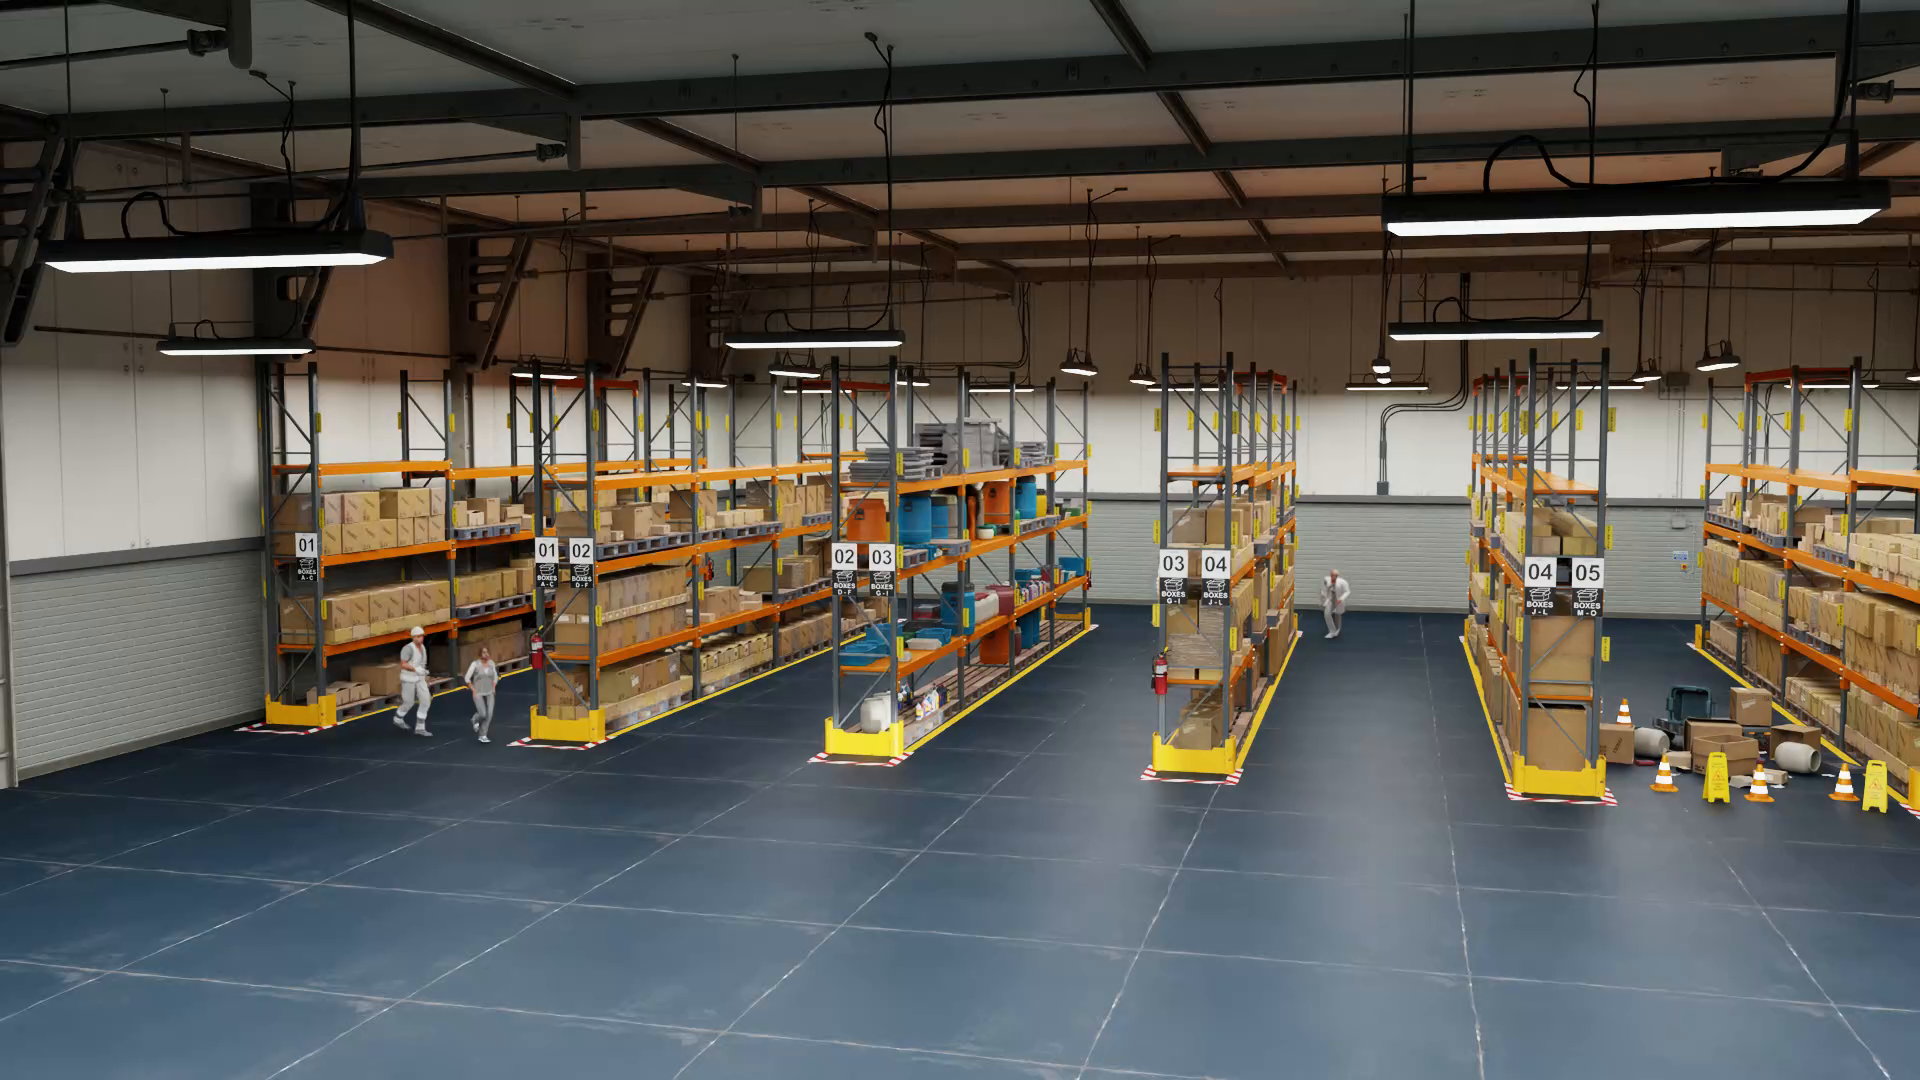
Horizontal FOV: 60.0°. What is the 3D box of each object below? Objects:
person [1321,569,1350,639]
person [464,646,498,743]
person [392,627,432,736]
[{"bbox_3d":[8.778,1.450,38.721,0.725,1.614,1.102,2,4,27],"label":"person"},{"bbox_3d":[-7.500,2.411,26.097,0.521,1.527,0.553,-3,5,-38],"label":"person"},{"bbox_3d":[-8.785,2.242,26.522,0.895,1.747,0.629,2,4,26],"label":"person"}]
